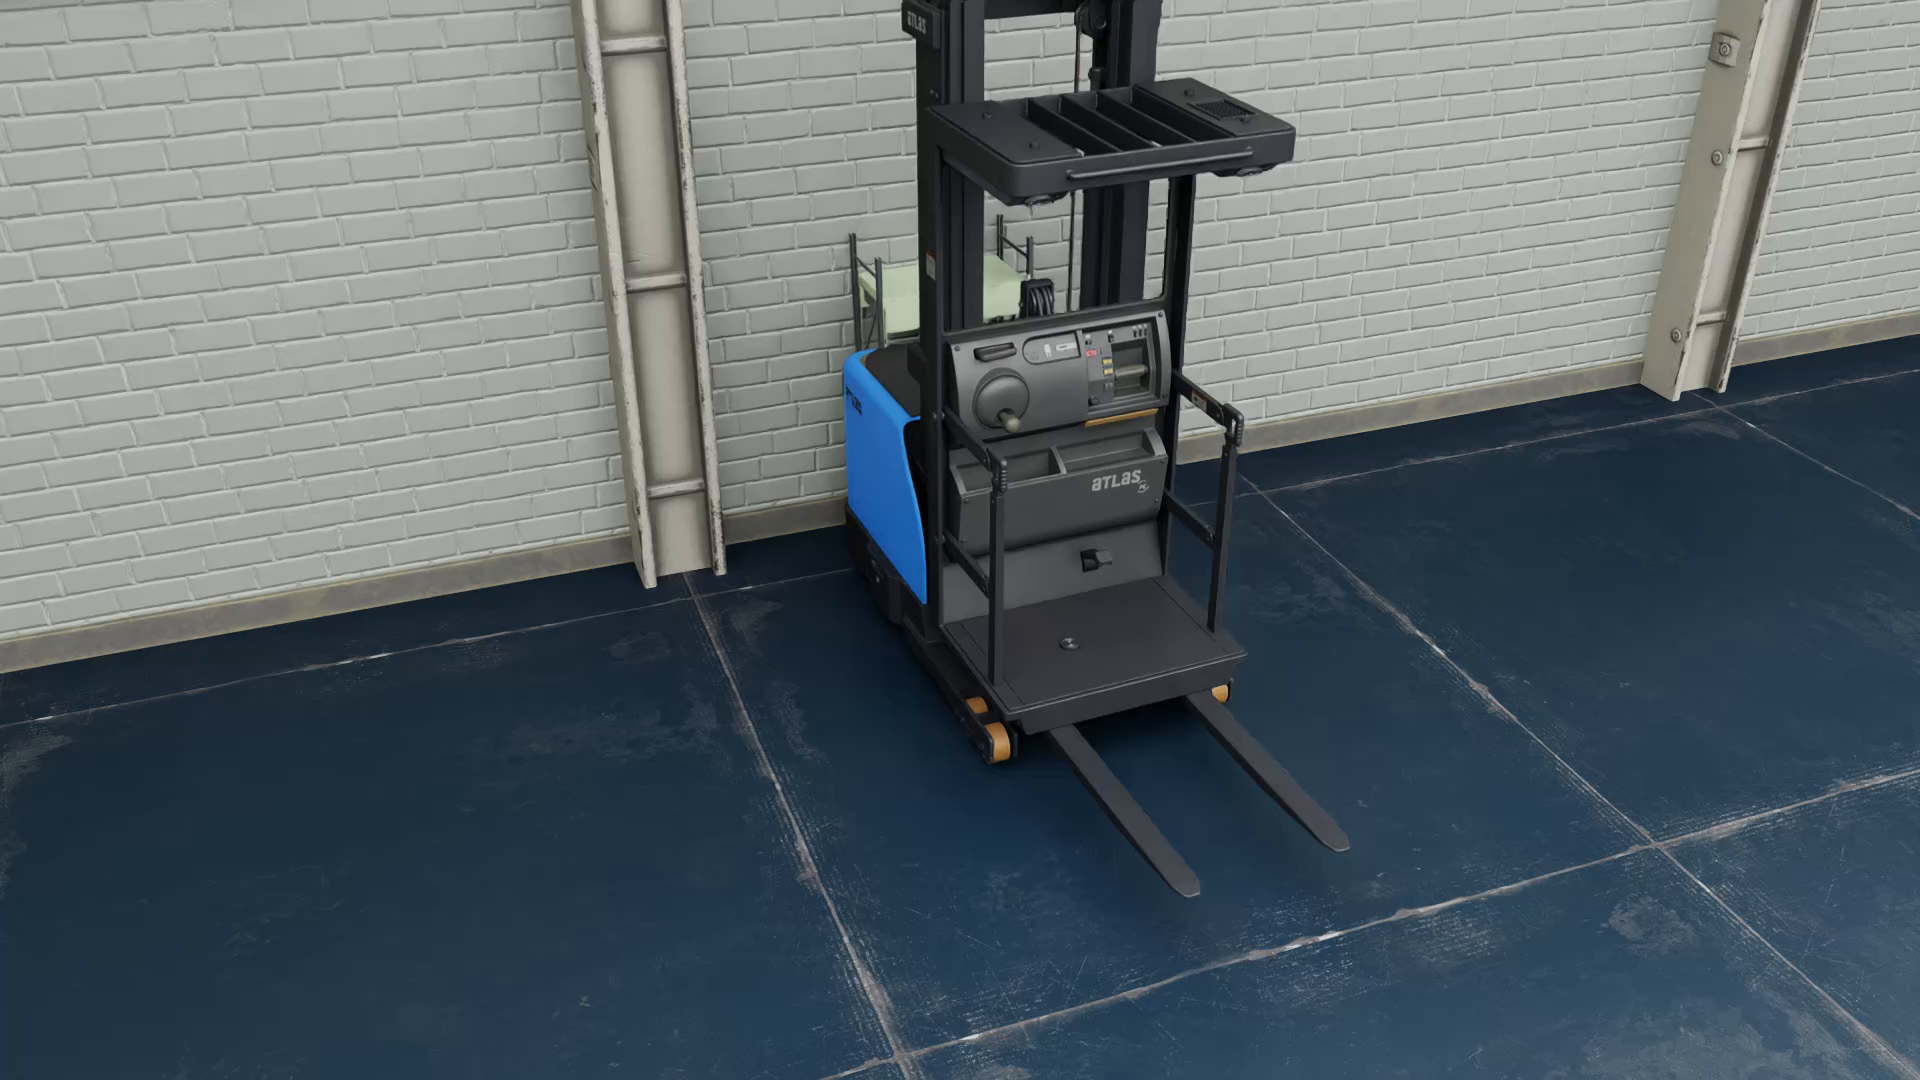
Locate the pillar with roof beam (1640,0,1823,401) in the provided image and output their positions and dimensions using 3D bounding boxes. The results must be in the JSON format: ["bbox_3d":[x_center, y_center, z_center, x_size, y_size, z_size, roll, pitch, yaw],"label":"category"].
[{"bbox_3d":[5.771,-2.825,4.117,0.400,9.000,9.100,-10,31,-18],"label":"pillar with roof beam"}]

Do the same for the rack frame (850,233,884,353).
[{"bbox_3d":[-0.417,-0.678,7.900,0.023,1.500,0.400,-12,30,-18],"label":"rack frame"}]

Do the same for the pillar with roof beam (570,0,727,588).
[{"bbox_3d":[0.147,-1.789,2.299,0.400,9.000,9.100,-10,31,-18],"label":"pillar with roof beam"}]

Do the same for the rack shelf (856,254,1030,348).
[{"bbox_3d":[-0.083,-1.089,7.826,0.720,0.370,0.431,-12,30,-18],"label":"rack shelf"}]

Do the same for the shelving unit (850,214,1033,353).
[{"bbox_3d":[-0.076,-0.747,8.014,0.755,1.500,0.431,-12,30,-18],"label":"shelving unit"}]

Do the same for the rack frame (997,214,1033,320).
[{"bbox_3d":[0.264,-0.816,8.128,0.023,1.500,0.400,-12,30,-18],"label":"rack frame"}]

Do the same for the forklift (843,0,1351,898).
[{"bbox_3d":[0.490,-0.617,6.371,1.130,2.935,3.031,-12,32,-20],"label":"forklift"}]
